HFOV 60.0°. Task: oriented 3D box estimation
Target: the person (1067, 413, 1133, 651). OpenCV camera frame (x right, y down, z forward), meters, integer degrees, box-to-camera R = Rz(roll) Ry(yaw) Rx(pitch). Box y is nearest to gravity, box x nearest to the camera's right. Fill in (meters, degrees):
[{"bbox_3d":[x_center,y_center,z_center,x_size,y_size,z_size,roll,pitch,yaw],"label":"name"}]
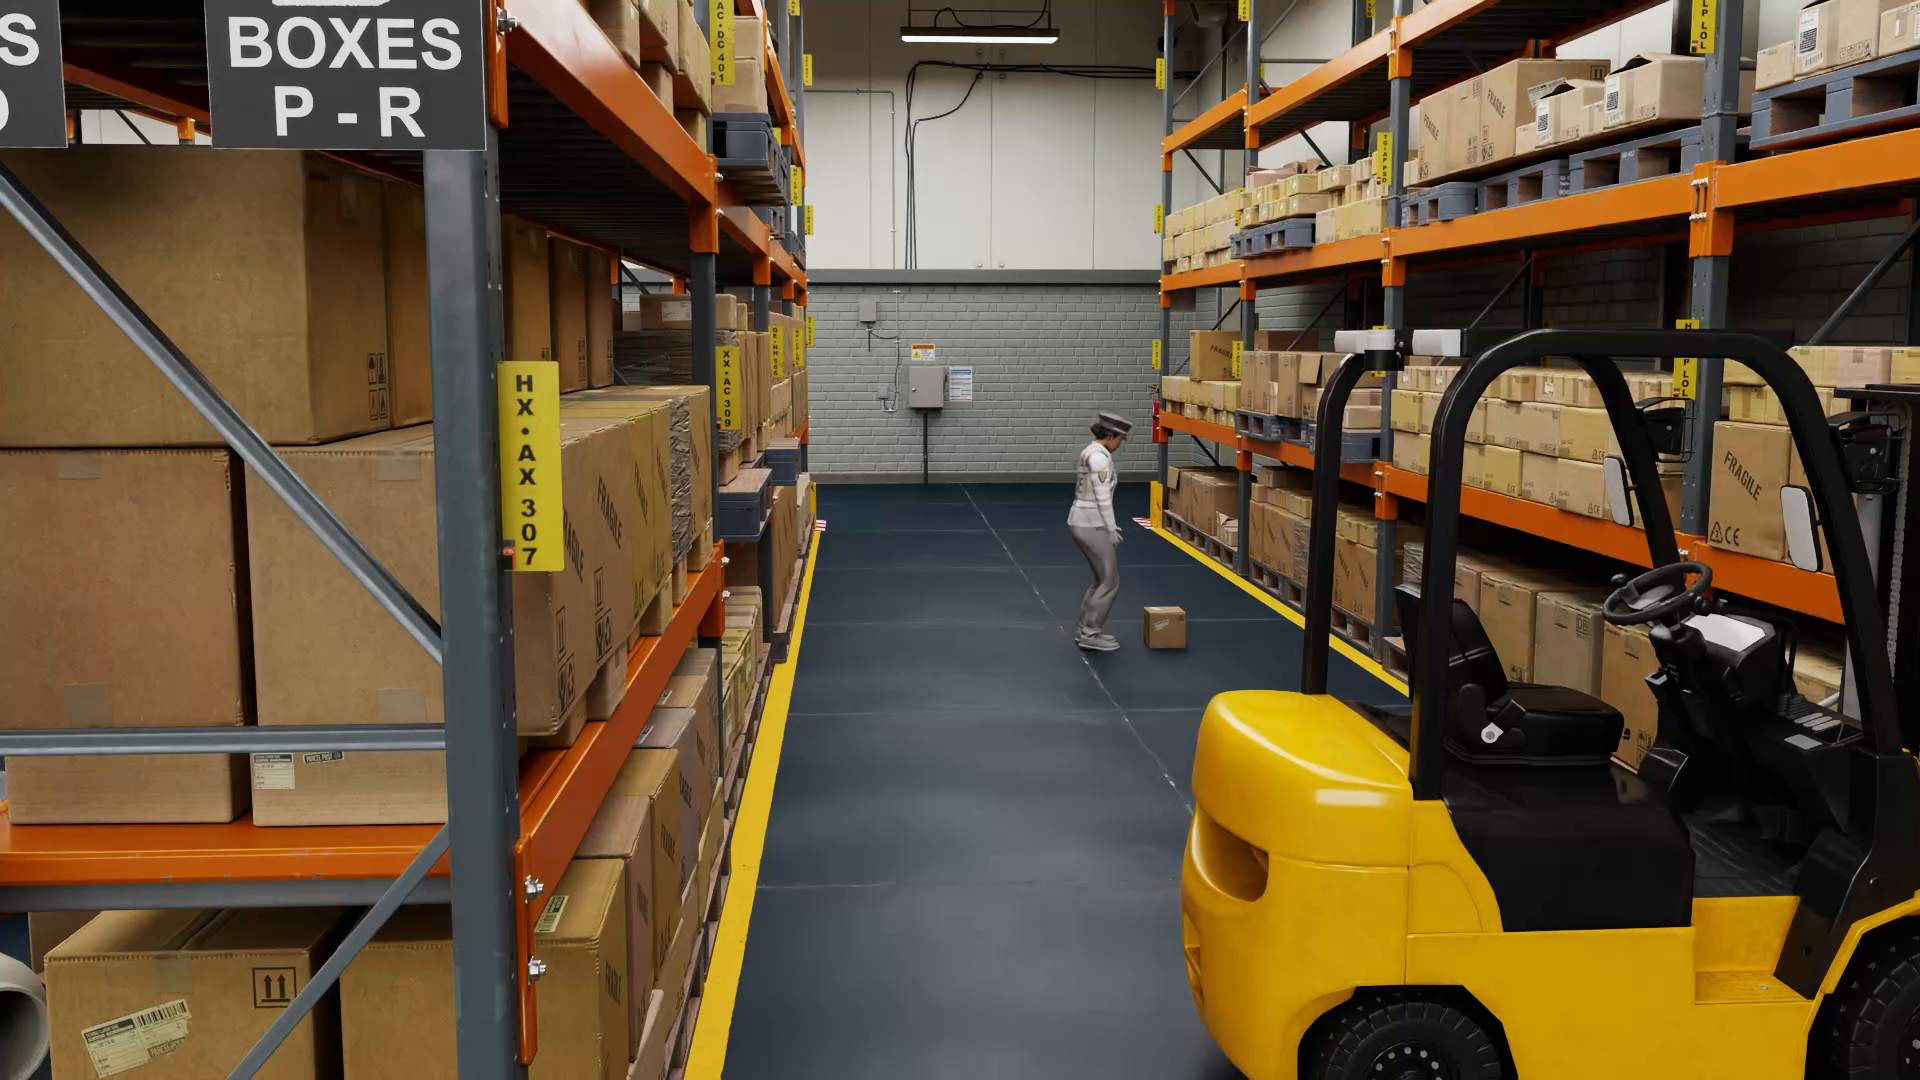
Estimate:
[{"bbox_3d":[0.968,-0.065,11.493,0.442,1.626,0.500,0,7,-2],"label":"person"}]
